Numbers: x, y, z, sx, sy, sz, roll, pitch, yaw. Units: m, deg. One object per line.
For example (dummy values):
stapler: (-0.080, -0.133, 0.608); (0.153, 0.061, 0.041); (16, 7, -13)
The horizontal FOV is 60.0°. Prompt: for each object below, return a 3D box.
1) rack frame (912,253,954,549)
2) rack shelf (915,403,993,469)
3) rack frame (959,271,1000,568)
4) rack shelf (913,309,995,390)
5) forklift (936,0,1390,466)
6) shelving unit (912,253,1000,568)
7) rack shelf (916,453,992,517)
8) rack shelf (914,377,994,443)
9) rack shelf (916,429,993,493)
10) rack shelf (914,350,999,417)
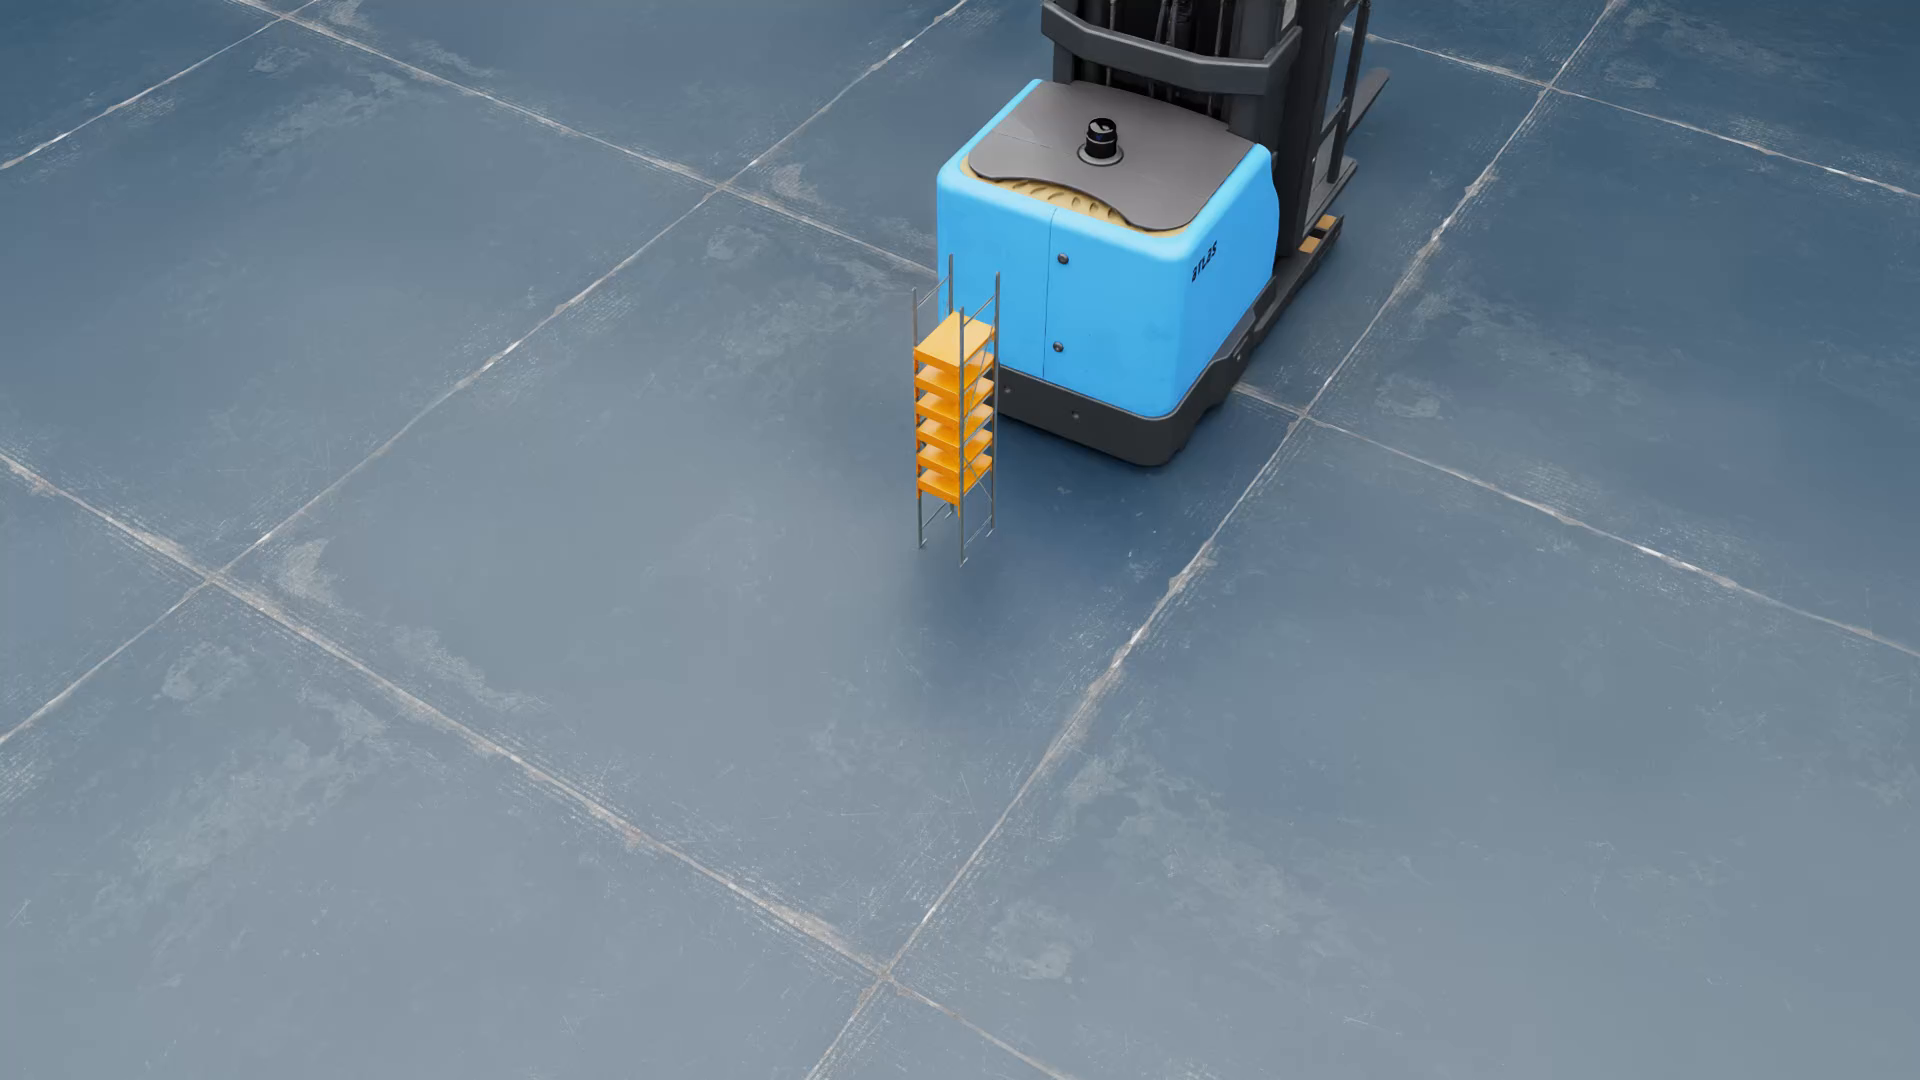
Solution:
rack frame: (-0.089, -0.459, 5.860); (0.006, 1.200, 0.240); (25, 51, 22)
rack shelf: (-0.012, -0.393, 5.857); (0.180, 0.103, 0.258); (25, 51, 22)
rack frame: (0.065, -0.388, 5.791); (0.006, 1.200, 0.240); (25, 51, 22)
rack shelf: (-0.012, -0.644, 5.599); (0.180, 0.103, 0.258); (25, 51, 22)
forklift: (1.070, -2.357, 6.496); (1.130, 2.935, 3.031); (22, 50, 20)
shelving unit: (-0.012, -0.424, 5.825); (0.189, 1.200, 0.258); (25, 51, 22)
rack shelf: (-0.012, -0.226, 6.029); (0.180, 0.103, 0.258); (25, 51, 22)
rack shelf: (-0.012, -0.476, 5.771); (0.180, 0.103, 0.258); (25, 51, 22)
rack shelf: (-0.012, -0.309, 5.943); (0.180, 0.103, 0.258); (25, 51, 22)
rack shelf: (-0.012, -0.560, 5.685); (0.180, 0.103, 0.258); (25, 51, 22)
